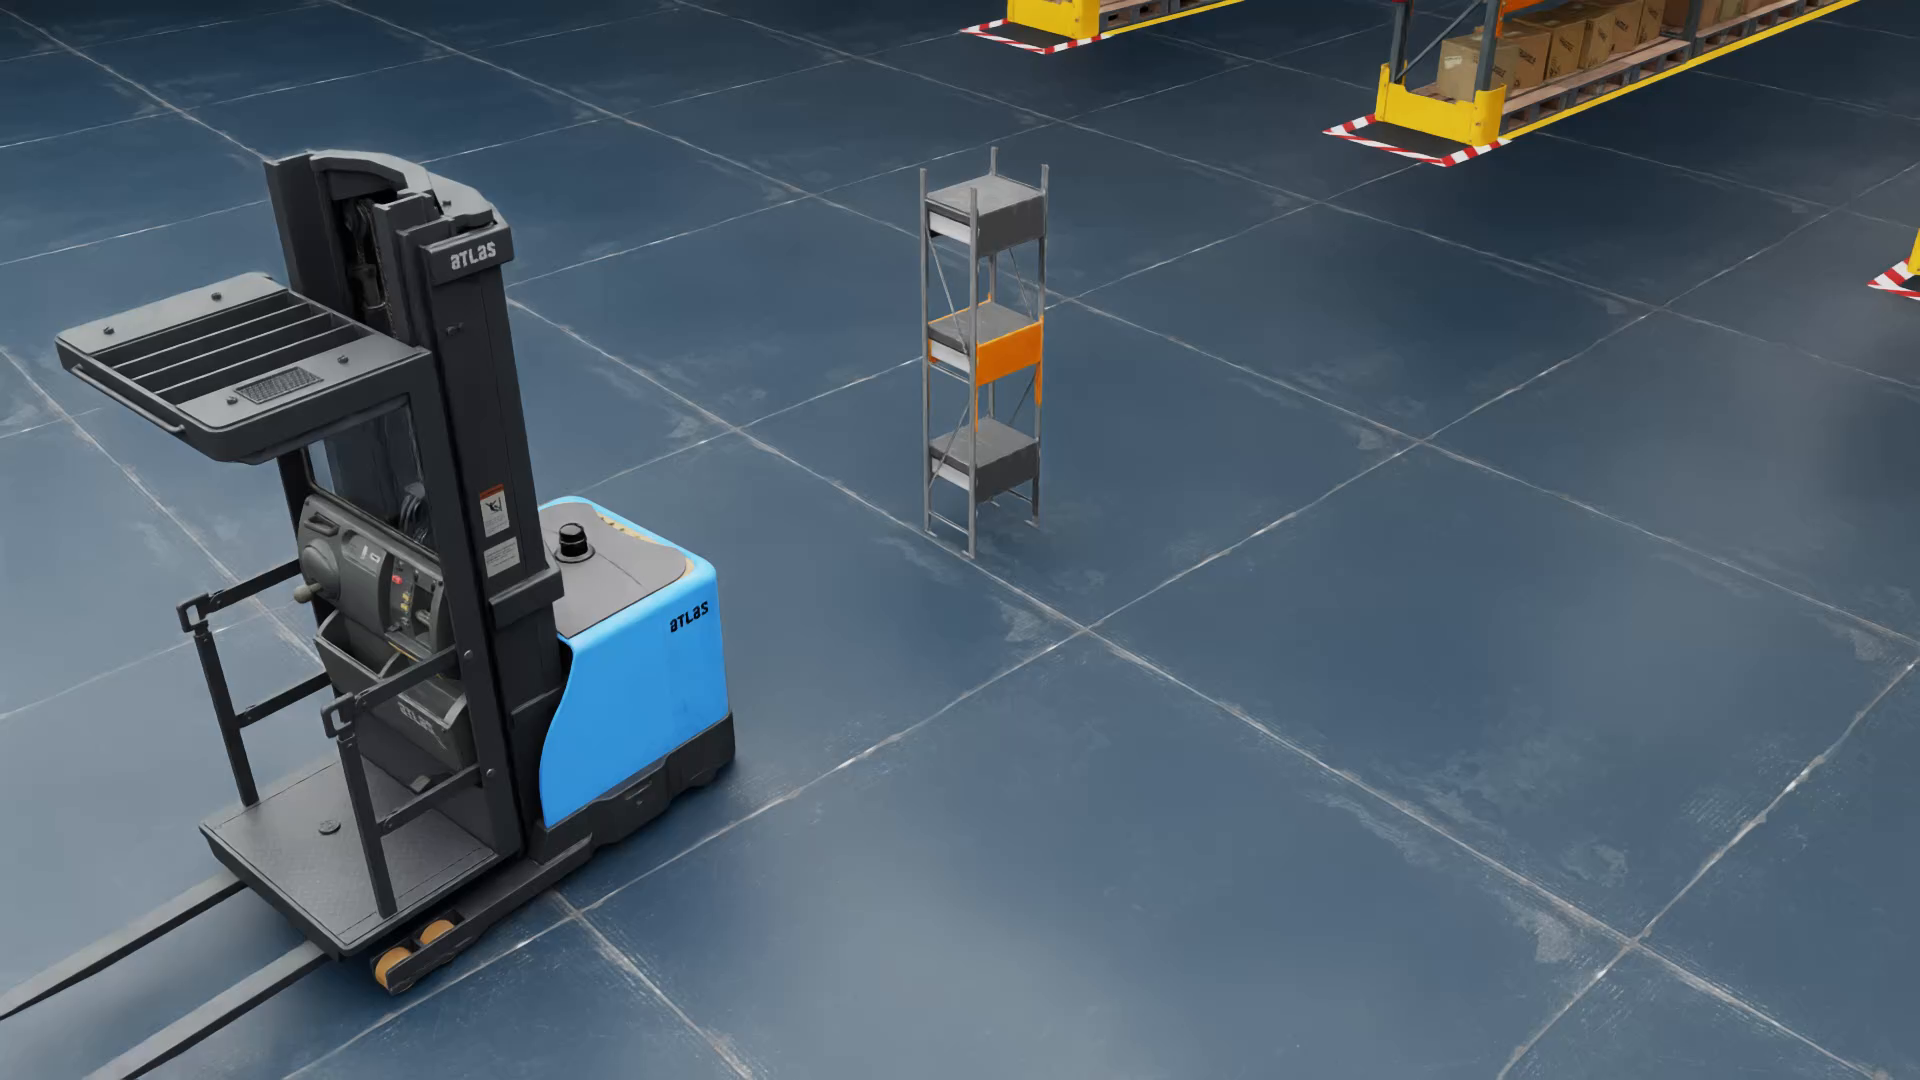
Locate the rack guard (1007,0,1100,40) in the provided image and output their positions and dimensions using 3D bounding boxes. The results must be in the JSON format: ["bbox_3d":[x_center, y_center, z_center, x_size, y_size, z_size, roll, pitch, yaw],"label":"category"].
[{"bbox_3d":[1.035,-5.966,18.527,0.348,0.500,1.175,-26,40,-35],"label":"rack guard"}]

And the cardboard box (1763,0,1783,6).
[{"bbox_3d":[8.958,-6.401,18.817,0.500,0.500,0.700,-22,38,-32],"label":"cardboard box"}]

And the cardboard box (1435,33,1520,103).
[{"bbox_3d":[4.848,-4.420,15.597,0.500,0.500,0.500,-18,36,-27],"label":"cardboard box"}]

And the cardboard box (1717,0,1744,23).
[{"bbox_3d":[8.139,-6.004,18.168,0.500,0.500,0.700,-26,40,-36],"label":"cardboard box"}]

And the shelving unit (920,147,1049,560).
[{"bbox_3d":[0.121,-0.955,8.798,0.503,2.100,0.431,-26,40,-35],"label":"shelving unit"}]

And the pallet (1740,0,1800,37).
[{"bbox_3d":[8.777,-6.033,18.915,1.213,0.211,1.003,-26,40,-35],"label":"pallet"}]

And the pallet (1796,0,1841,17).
[{"bbox_3d":[9.671,-6.464,19.619,1.213,0.211,1.003,-26,40,-35],"label":"pallet"}]

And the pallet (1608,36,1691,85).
[{"bbox_3d":[6.843,-5.070,17.339,1.213,0.211,1.003,-26,40,-35],"label":"pallet"}]

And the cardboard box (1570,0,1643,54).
[{"bbox_3d":[6.576,-5.292,17.022,0.500,0.500,0.500,-13,34,-21],"label":"cardboard box"}]

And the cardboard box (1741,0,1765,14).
[{"bbox_3d":[8.549,-6.203,18.493,0.700,0.500,0.500,25,40,35],"label":"cardboard box"}]

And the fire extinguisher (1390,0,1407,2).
[{"bbox_3d":[3.981,-5.195,14.945,0.183,0.674,0.296,-26,40,-35],"label":"fire extinguisher"}]

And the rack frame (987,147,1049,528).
[{"bbox_3d":[0.300,-1.041,8.940,0.015,2.100,0.400,-26,40,-35],"label":"rack frame"}]

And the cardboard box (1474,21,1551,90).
[{"bbox_3d":[5.263,-4.646,15.966,0.500,0.500,0.500,-15,35,-23],"label":"cardboard box"}]

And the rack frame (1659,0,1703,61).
[{"bbox_3d":[7.312,-6.511,17.023,0.127,3.000,1.000,-26,40,-35],"label":"rack frame"}]

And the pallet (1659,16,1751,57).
[{"bbox_3d":[7.882,-5.599,18.203,1.213,0.211,1.003,-26,40,-35],"label":"pallet"}]

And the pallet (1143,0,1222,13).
[{"bbox_3d":[2.528,-6.559,19.775,1.213,0.211,1.003,-26,40,-35],"label":"pallet"}]

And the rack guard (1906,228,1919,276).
[{"bbox_3d":[7.659,-2.084,12.180,0.348,0.500,1.175,-26,40,-35],"label":"rack guard"}]

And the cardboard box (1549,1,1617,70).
[{"bbox_3d":[6.175,-5.041,16.613,0.500,0.500,0.500,25,39,35],"label":"cardboard box"}]

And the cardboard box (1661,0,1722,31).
[{"bbox_3d":[7.777,-5.842,17.903,0.700,0.500,0.500,26,40,35],"label":"cardboard box"}]

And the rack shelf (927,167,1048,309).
[{"bbox_3d":[0.121,-1.540,8.440,0.480,0.518,0.431,-26,40,-35],"label":"rack shelf"}]

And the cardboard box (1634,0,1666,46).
[{"bbox_3d":[6.991,-5.498,17.359,0.500,0.500,0.500,-27,41,-37],"label":"cardboard box"}]

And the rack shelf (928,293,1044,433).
[{"bbox_3d":[0.121,-0.943,8.805,0.480,0.518,0.431,-26,40,-35],"label":"rack shelf"}]

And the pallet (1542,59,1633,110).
[{"bbox_3d":[5.948,-4.635,16.628,1.213,0.211,1.003,-26,40,-35],"label":"pallet"}]

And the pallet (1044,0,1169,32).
[{"bbox_3d":[1.634,-6.129,19.070,1.213,0.211,1.003,-26,40,-35],"label":"pallet"}]

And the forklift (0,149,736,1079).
[{"bbox_3d":[-2.355,0.191,6.128,1.130,2.935,3.031,24,39,34],"label":"forklift"}]

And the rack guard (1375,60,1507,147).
[{"bbox_3d":[4.434,-4.053,15.399,0.348,0.500,1.175,-26,40,-35],"label":"rack guard"}]

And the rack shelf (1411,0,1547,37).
[{"bbox_3d":[5.845,-5.495,16.051,4.000,0.370,1.077,-26,40,-35],"label":"rack shelf"}]

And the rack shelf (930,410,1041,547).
[{"bbox_3d":[0.121,-0.346,9.171,0.480,0.518,0.431,-26,40,-35],"label":"rack shelf"}]

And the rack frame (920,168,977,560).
[{"bbox_3d":[-0.058,-0.868,8.657,0.015,2.100,0.400,-26,40,-35],"label":"rack frame"}]

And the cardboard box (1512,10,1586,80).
[{"bbox_3d":[5.735,-4.860,16.317,0.500,0.500,0.500,-22,38,-31],"label":"cardboard box"}]

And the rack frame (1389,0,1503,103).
[{"bbox_3d":[4.379,-5.093,14.703,0.127,3.000,1.000,-26,40,-35],"label":"rack frame"}]

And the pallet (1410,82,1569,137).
[{"bbox_3d":[5.054,-4.205,15.924,1.213,0.211,1.003,-26,40,-35],"label":"pallet"}]
